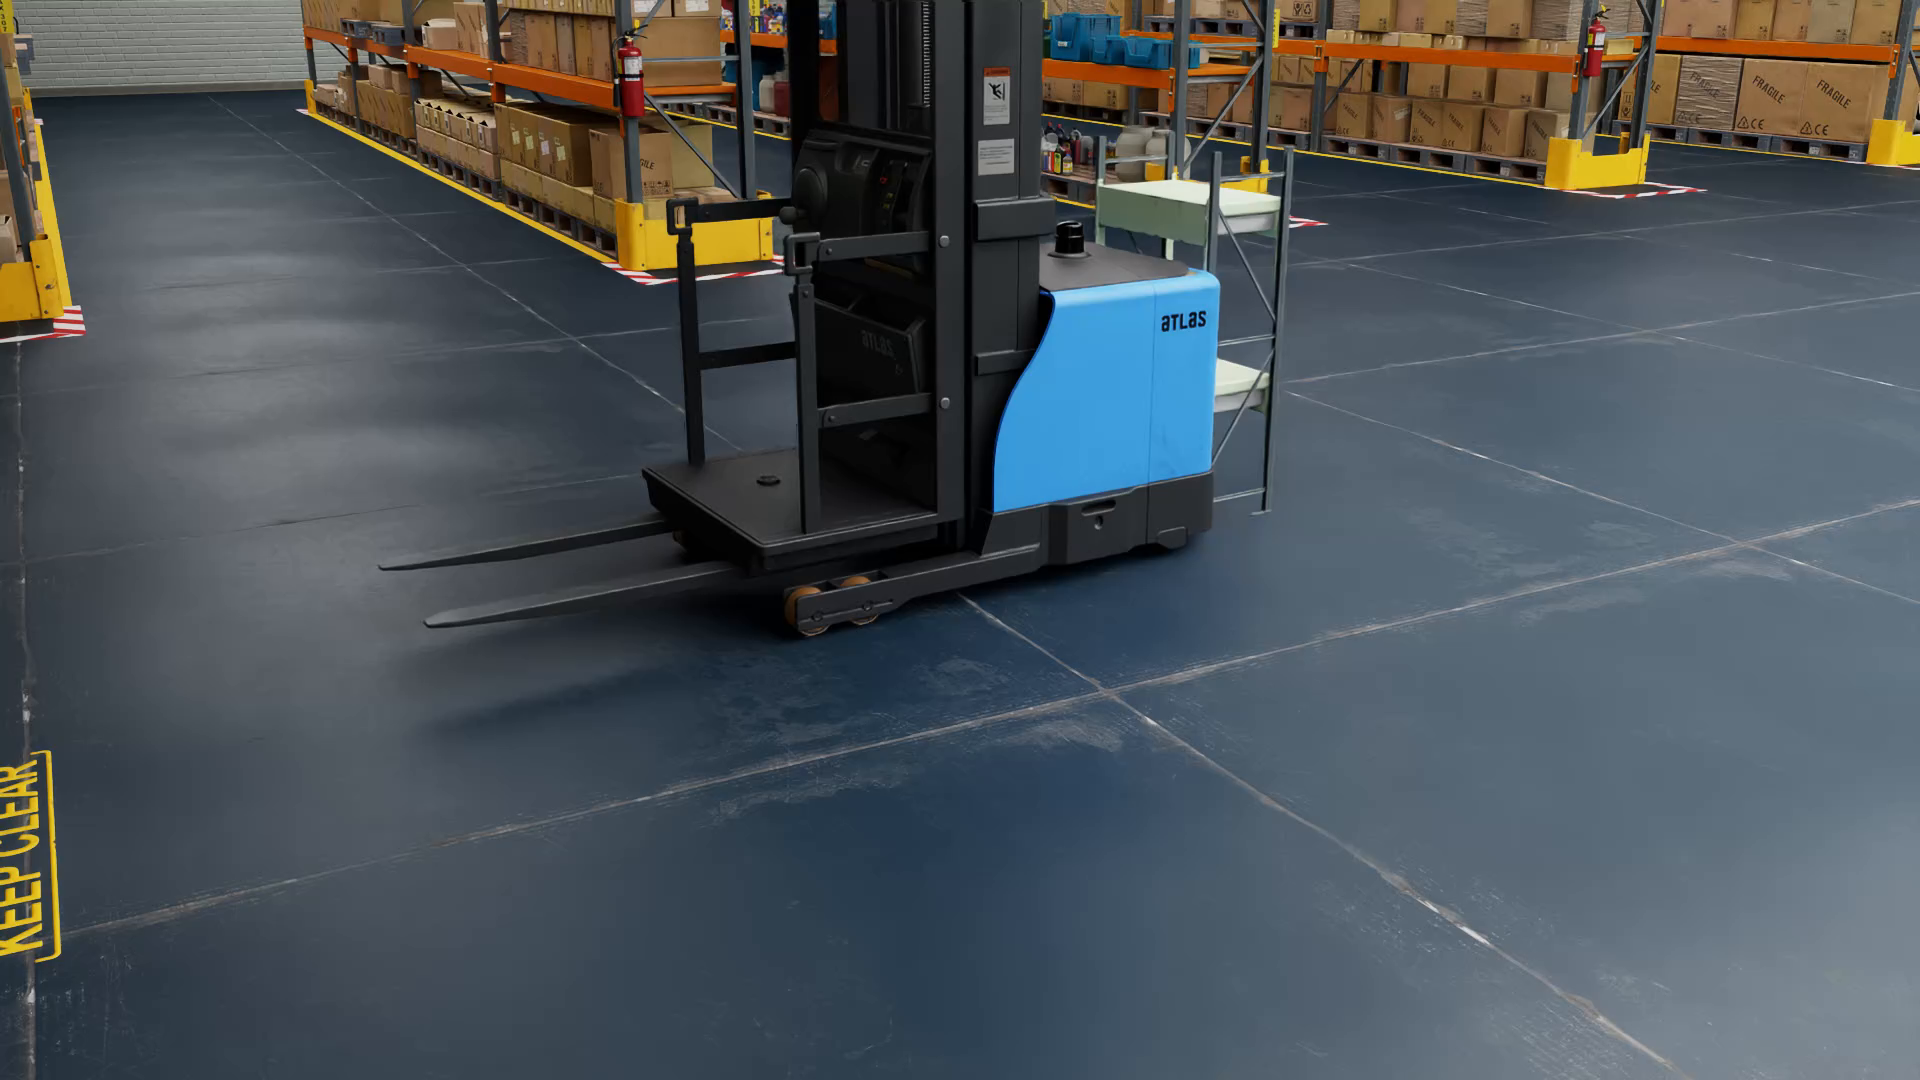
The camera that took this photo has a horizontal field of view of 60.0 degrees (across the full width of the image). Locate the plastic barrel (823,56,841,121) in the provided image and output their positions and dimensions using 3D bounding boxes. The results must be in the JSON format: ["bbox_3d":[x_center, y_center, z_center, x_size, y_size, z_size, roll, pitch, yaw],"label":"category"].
[{"bbox_3d":[-1.731,-5.951,21.961,0.600,0.830,0.708,-10,21,-27],"label":"plastic barrel"}]

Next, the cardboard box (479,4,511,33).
[{"bbox_3d":[-4.546,-5.147,16.796,0.500,0.500,0.500,-8,21,-23],"label":"cardboard box"}]

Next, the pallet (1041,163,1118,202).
[{"bbox_3d":[1.281,-3.624,16.810,1.003,0.211,1.213,-10,21,-27],"label":"pallet"}]

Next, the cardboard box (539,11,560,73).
[{"bbox_3d":[-3.238,-4.352,14.491,0.700,0.500,0.500,-10,21,-26],"label":"cardboard box"}]

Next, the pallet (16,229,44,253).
[{"bbox_3d":[-7.370,-2.101,12.397,1.003,0.211,1.213,-10,21,-27],"label":"pallet"}]

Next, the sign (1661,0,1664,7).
[{"bbox_3d":[7.151,-5.604,16.947,0.100,0.325,0.005,-10,21,-27],"label":"sign"}]

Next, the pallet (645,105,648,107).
[{"bbox_3d":[-4.925,-7.376,27.683,1.003,0.211,1.213,-10,21,-27],"label":"pallet"}]

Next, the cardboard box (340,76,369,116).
[{"bbox_3d":[-8.265,-6.168,23.066,0.500,0.500,0.500,-10,21,-27],"label":"cardboard box"}]

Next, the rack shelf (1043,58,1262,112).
[{"bbox_3d":[1.365,-4.578,16.402,1.077,0.370,4.000,-10,21,-27],"label":"rack shelf"}]

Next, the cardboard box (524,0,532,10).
[{"bbox_3d":[-3.619,-4.752,14.655,0.380,0.149,0.250,-10,22,-27],"label":"cardboard box"}]

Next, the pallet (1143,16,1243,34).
[{"bbox_3d":[3.307,-7.129,22.986,1.213,0.211,1.003,-10,21,-27],"label":"pallet"}]

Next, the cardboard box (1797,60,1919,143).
[{"bbox_3d":[10.707,-5.229,19.799,0.875,0.875,0.875,-10,21,-26],"label":"cardboard box"}]

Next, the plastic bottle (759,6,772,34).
[{"bbox_3d":[-2.633,-7.047,22.531,0.144,0.351,0.185,-10,21,-27],"label":"plastic bottle"}]

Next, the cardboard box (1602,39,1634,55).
[{"bbox_3d":[6.748,-5.111,17.229,0.380,0.149,0.250,-10,21,-27],"label":"cardboard box"}]

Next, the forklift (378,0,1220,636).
[{"bbox_3d":[-0.532,-1.254,5.773,3.031,2.935,1.130,-11,22,-29],"label":"forklift"}]

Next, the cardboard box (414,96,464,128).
[{"bbox_3d":[-5.855,-4.842,18.777,0.500,0.311,0.500,-9,21,-25],"label":"cardboard box"}]

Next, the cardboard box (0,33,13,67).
[{"bbox_3d":[-6.366,-3.286,10.605,0.500,0.500,0.500,-10,21,-27],"label":"cardboard box"}]

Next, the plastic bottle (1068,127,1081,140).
[{"bbox_3d":[1.220,-4.160,17.474,0.144,0.351,0.185,-10,21,-27],"label":"plastic bottle"}]

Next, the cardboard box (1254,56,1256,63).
[{"bbox_3d":[5.407,-8.558,29.649,0.380,0.149,0.250,-9,21,-24],"label":"cardboard box"}]

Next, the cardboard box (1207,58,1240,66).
[{"bbox_3d":[3.480,-6.450,22.733,0.500,0.250,0.500,-7,20,-21],"label":"cardboard box"}]

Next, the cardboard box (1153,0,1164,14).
[{"bbox_3d":[2.884,-7.636,24.010,0.500,0.500,0.500,-9,21,-25],"label":"cardboard box"}]

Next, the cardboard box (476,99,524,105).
[{"bbox_3d":[-5.127,-4.777,18.590,0.500,0.311,0.500,-10,22,-27],"label":"cardboard box"}]

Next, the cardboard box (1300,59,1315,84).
[{"bbox_3d":[6.019,-7.759,27.706,0.500,0.500,0.500,-10,21,-26],"label":"cardboard box"}]

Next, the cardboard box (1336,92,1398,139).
[{"bbox_3d":[4.929,-5.155,20.160,0.500,0.500,0.500,-11,22,-28],"label":"cardboard box"}]

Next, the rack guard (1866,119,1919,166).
[{"bbox_3d":[11.098,-4.662,19.374,1.175,0.500,0.348,-10,21,-27],"label":"rack guard"}]

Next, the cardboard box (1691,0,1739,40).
[{"bbox_3d":[9.807,-6.638,21.039,0.875,0.550,0.550,-10,21,-27],"label":"cardboard box"}]

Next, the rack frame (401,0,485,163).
[{"bbox_3d":[-5.845,-5.874,19.056,1.000,3.000,0.127,-10,21,-27],"label":"rack frame"}]

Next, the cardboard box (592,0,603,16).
[{"bbox_3d":[-2.642,-4.160,12.941,0.380,0.149,0.250,-10,22,-27],"label":"cardboard box"}]

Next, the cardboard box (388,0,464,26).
[{"bbox_3d":[-6.243,-6.283,19.444,0.500,0.500,0.700,16,25,39],"label":"cardboard box"}]

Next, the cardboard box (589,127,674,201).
[{"bbox_3d":[-2.563,-2.939,12.971,0.500,0.500,0.500,-10,21,-27],"label":"cardboard box"}]

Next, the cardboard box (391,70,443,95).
[{"bbox_3d":[-6.526,-5.503,19.987,0.500,0.250,0.500,-9,21,-25],"label":"cardboard box"}]

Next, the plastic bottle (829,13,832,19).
[{"bbox_3d":[-1.709,-6.915,22.269,0.097,0.271,0.097,0,19,0],"label":"plastic bottle"}]

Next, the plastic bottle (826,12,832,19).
[{"bbox_3d":[-1.758,-7.004,22.509,0.061,0.283,0.133,-10,21,-27],"label":"plastic bottle"}]

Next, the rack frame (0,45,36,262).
[{"bbox_3d":[-6.404,-2.809,10.174,1.000,3.000,0.127,-10,21,-27],"label":"rack frame"}]

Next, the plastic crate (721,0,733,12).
[{"bbox_3d":[-3.587,-8.142,25.439,0.402,0.464,0.583,-10,21,-27],"label":"plastic crate"}]

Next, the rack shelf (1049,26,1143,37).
[{"bbox_3d":[1.925,-7.641,25.281,1.077,0.370,4.000,-10,21,-27],"label":"rack shelf"}]

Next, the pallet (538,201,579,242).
[{"bbox_3d":[-3.021,-2.822,14.486,1.003,0.211,1.213,-10,21,-27],"label":"pallet"}]

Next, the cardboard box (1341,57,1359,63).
[{"bbox_3d":[6.483,-7.817,26.725,0.500,0.250,0.500,-10,21,-26],"label":"cardboard box"}]

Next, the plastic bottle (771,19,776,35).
[{"bbox_3d":[-2.477,-6.866,22.236,0.097,0.201,0.097,0,19,0],"label":"plastic bottle"}]

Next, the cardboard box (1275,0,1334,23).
[{"bbox_3d":[4.520,-6.991,20.729,1.000,1.000,1.000,-10,21,-26],"label":"cardboard box"}]

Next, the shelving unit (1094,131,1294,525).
[{"bbox_3d":[0.933,-0.894,6.922,0.431,1.500,0.755,-11,22,-30],"label":"shelving unit"}]

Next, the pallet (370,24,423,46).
[{"bbox_3d":[-6.229,-5.967,19.620,1.213,0.211,1.003,-10,21,-27],"label":"pallet"}]

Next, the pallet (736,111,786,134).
[{"bbox_3d":[-2.470,-5.892,23.382,1.003,0.211,1.213,-10,21,-27],"label":"pallet"}]

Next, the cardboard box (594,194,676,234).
[{"bbox_3d":[-2.561,-2.584,13.094,0.500,0.250,0.500,-10,21,-27],"label":"cardboard box"}]

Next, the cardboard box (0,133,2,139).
[{"bbox_3d":[-9.164,-3.486,15.292,0.700,0.500,0.500,-10,21,-26],"label":"cardboard box"}]

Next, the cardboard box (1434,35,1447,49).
[{"bbox_3d":[5.495,-5.539,18.470,0.380,0.149,0.250,-10,21,-27],"label":"cardboard box"}]

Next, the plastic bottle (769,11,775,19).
[{"bbox_3d":[-2.555,-7.039,22.610,0.061,0.283,0.133,-10,21,-27],"label":"plastic bottle"}]

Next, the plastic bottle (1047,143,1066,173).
[{"bbox_3d":[0.962,-3.800,16.547,0.152,0.276,0.135,-10,21,-26],"label":"plastic bottle"}]

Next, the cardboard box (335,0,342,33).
[{"bbox_3d":[-8.208,-7.173,22.668,0.500,0.500,0.500,-10,21,-26],"label":"cardboard box"}]

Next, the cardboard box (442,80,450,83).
[{"bbox_3d":[-7.030,-5.808,22.023,0.500,0.500,0.500,-10,21,-26],"label":"cardboard box"}]
